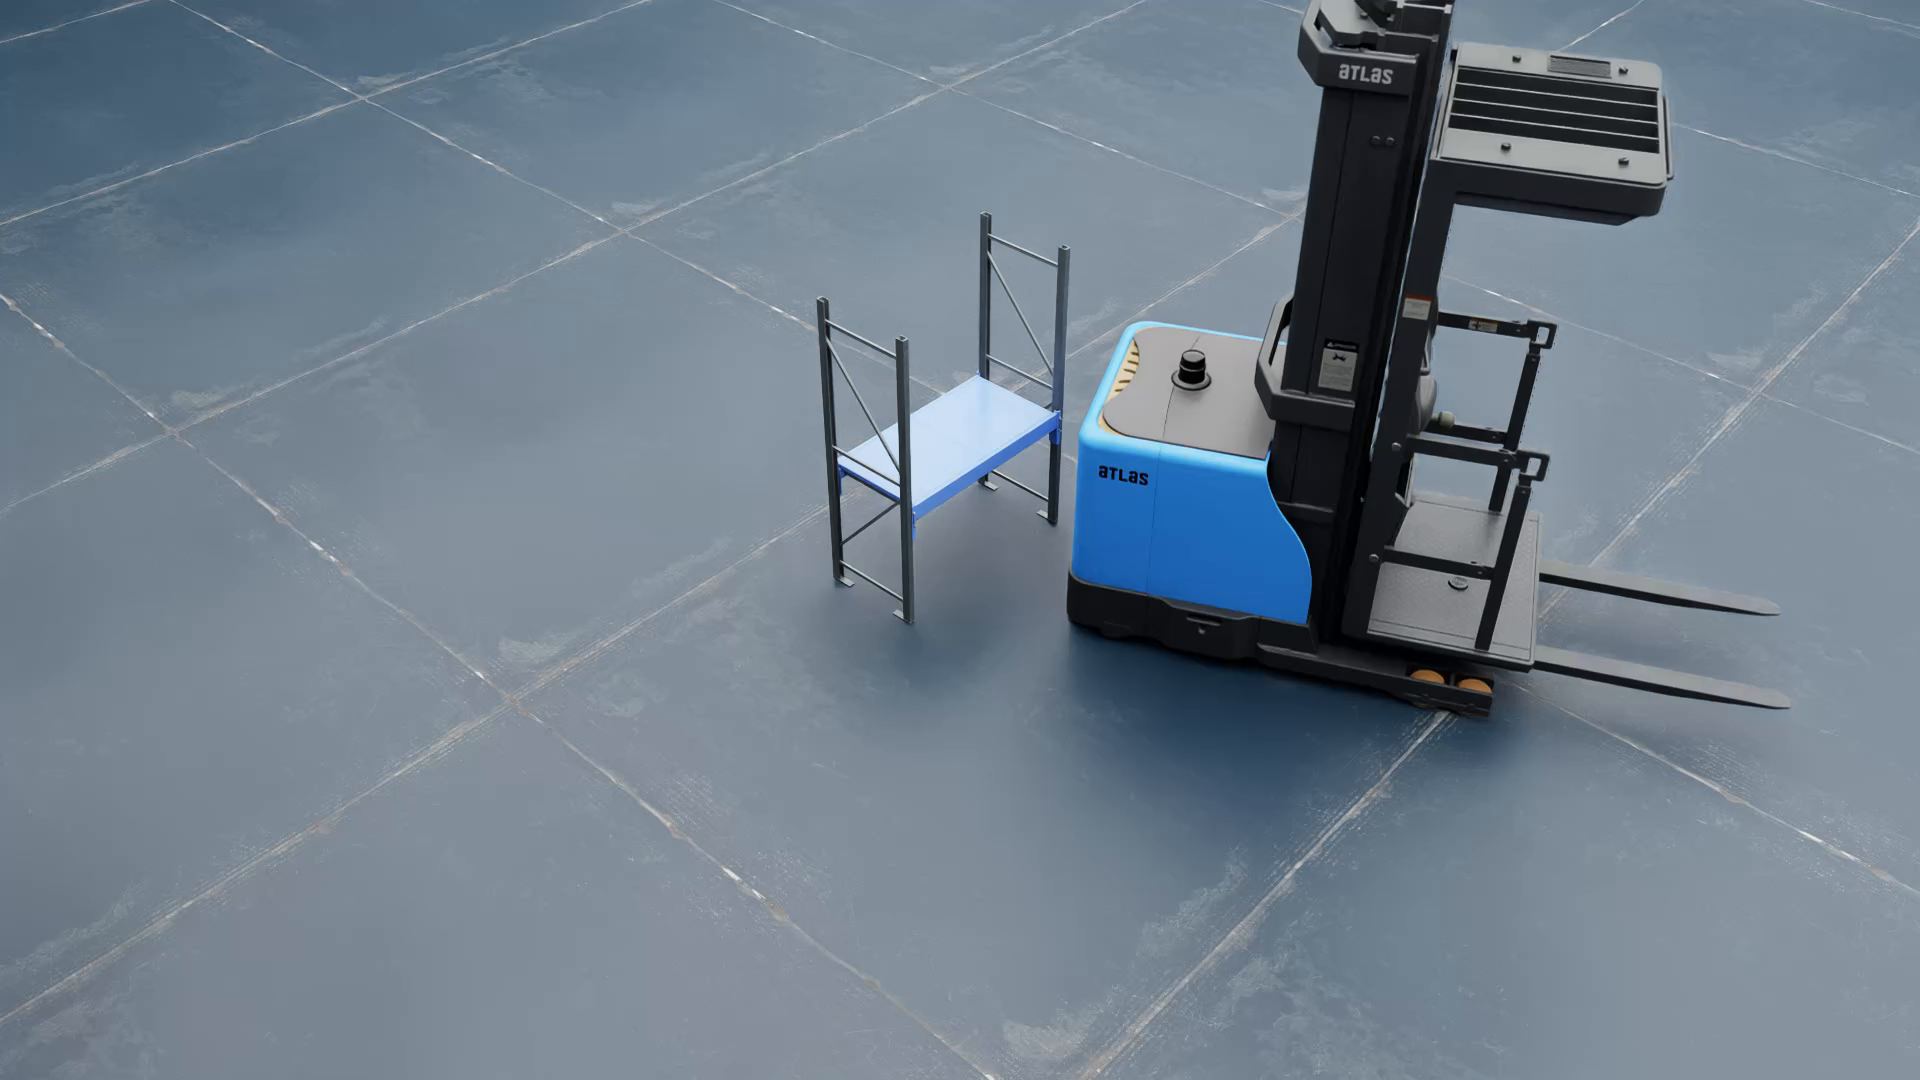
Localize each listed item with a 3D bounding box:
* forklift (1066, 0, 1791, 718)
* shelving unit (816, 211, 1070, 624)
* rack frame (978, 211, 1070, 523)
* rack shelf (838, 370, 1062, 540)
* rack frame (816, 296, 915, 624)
[{"bbox_3d":[2.057,-0.763,6.638,3.031,2.935,1.130,11,40,13],"label":"forklift"},{"bbox_3d":[-0.058,-0.548,7.517,0.538,1.500,1.048,30,47,32],"label":"shelving unit"},{"bbox_3d":[0.285,-0.781,7.811,0.500,1.500,0.032,30,47,32],"label":"rack frame"},{"bbox_3d":[-0.058,-0.407,7.629,0.538,0.185,1.000,30,47,32],"label":"rack shelf"},{"bbox_3d":[-0.400,-0.314,7.224,0.500,1.500,0.032,30,47,32],"label":"rack frame"}]
